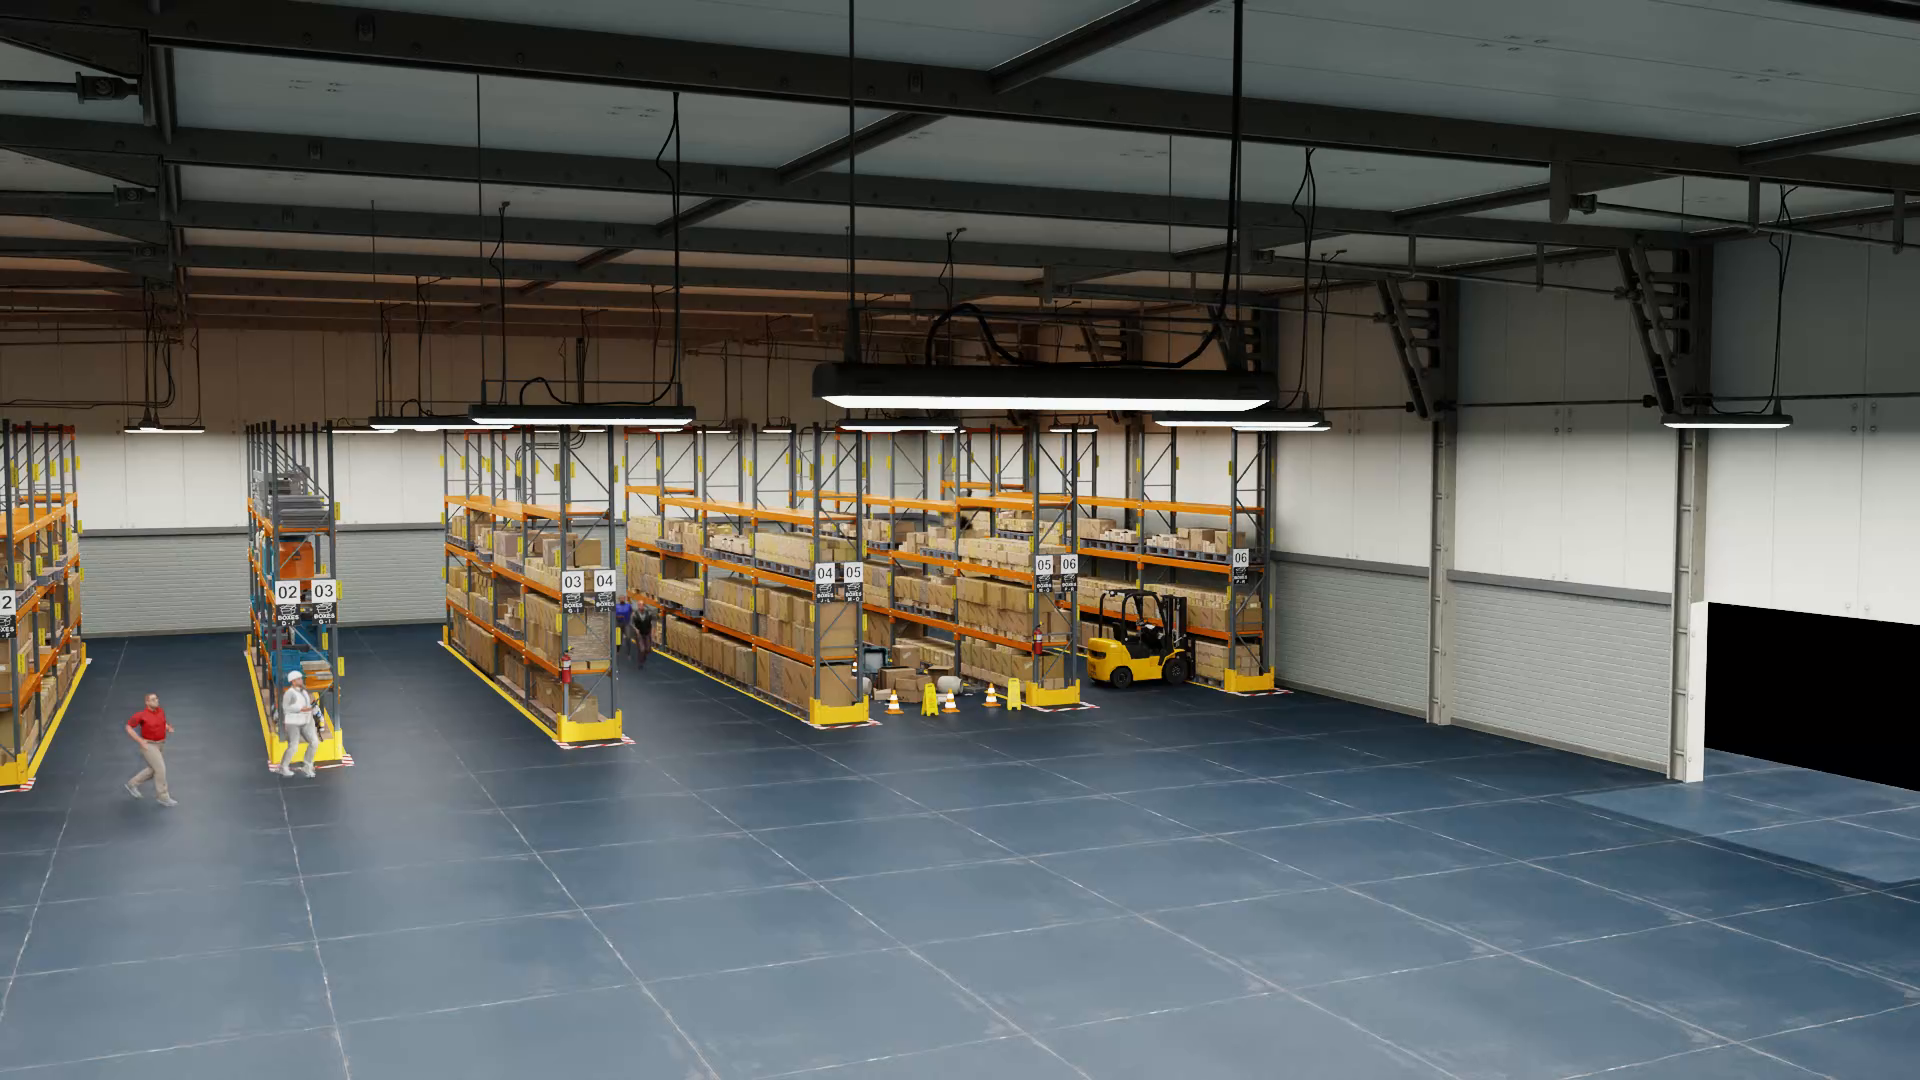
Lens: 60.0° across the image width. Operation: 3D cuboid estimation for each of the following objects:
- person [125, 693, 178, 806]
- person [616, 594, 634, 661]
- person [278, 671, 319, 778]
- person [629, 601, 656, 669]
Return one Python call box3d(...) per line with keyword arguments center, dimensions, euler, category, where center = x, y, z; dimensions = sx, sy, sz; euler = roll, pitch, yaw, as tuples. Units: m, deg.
box3d(center=(-12.585, 3.251, 25.874), dimensions=(0.911, 1.742, 0.646), euler=(0, 4, 8), category="person")
box3d(center=(-8.639, 2.231, 42.736), dimensions=(0.583, 1.653, 0.935), euler=(-1, 4, -20), category="person")
box3d(center=(-11.082, 3.099, 27.865), dimensions=(0.651, 1.816, 0.661), euler=(1, 4, 18), category="person")
box3d(center=(-7.799, 2.334, 40.911), dimensions=(0.679, 1.685, 0.646), euler=(-1, 4, -19), category="person")
